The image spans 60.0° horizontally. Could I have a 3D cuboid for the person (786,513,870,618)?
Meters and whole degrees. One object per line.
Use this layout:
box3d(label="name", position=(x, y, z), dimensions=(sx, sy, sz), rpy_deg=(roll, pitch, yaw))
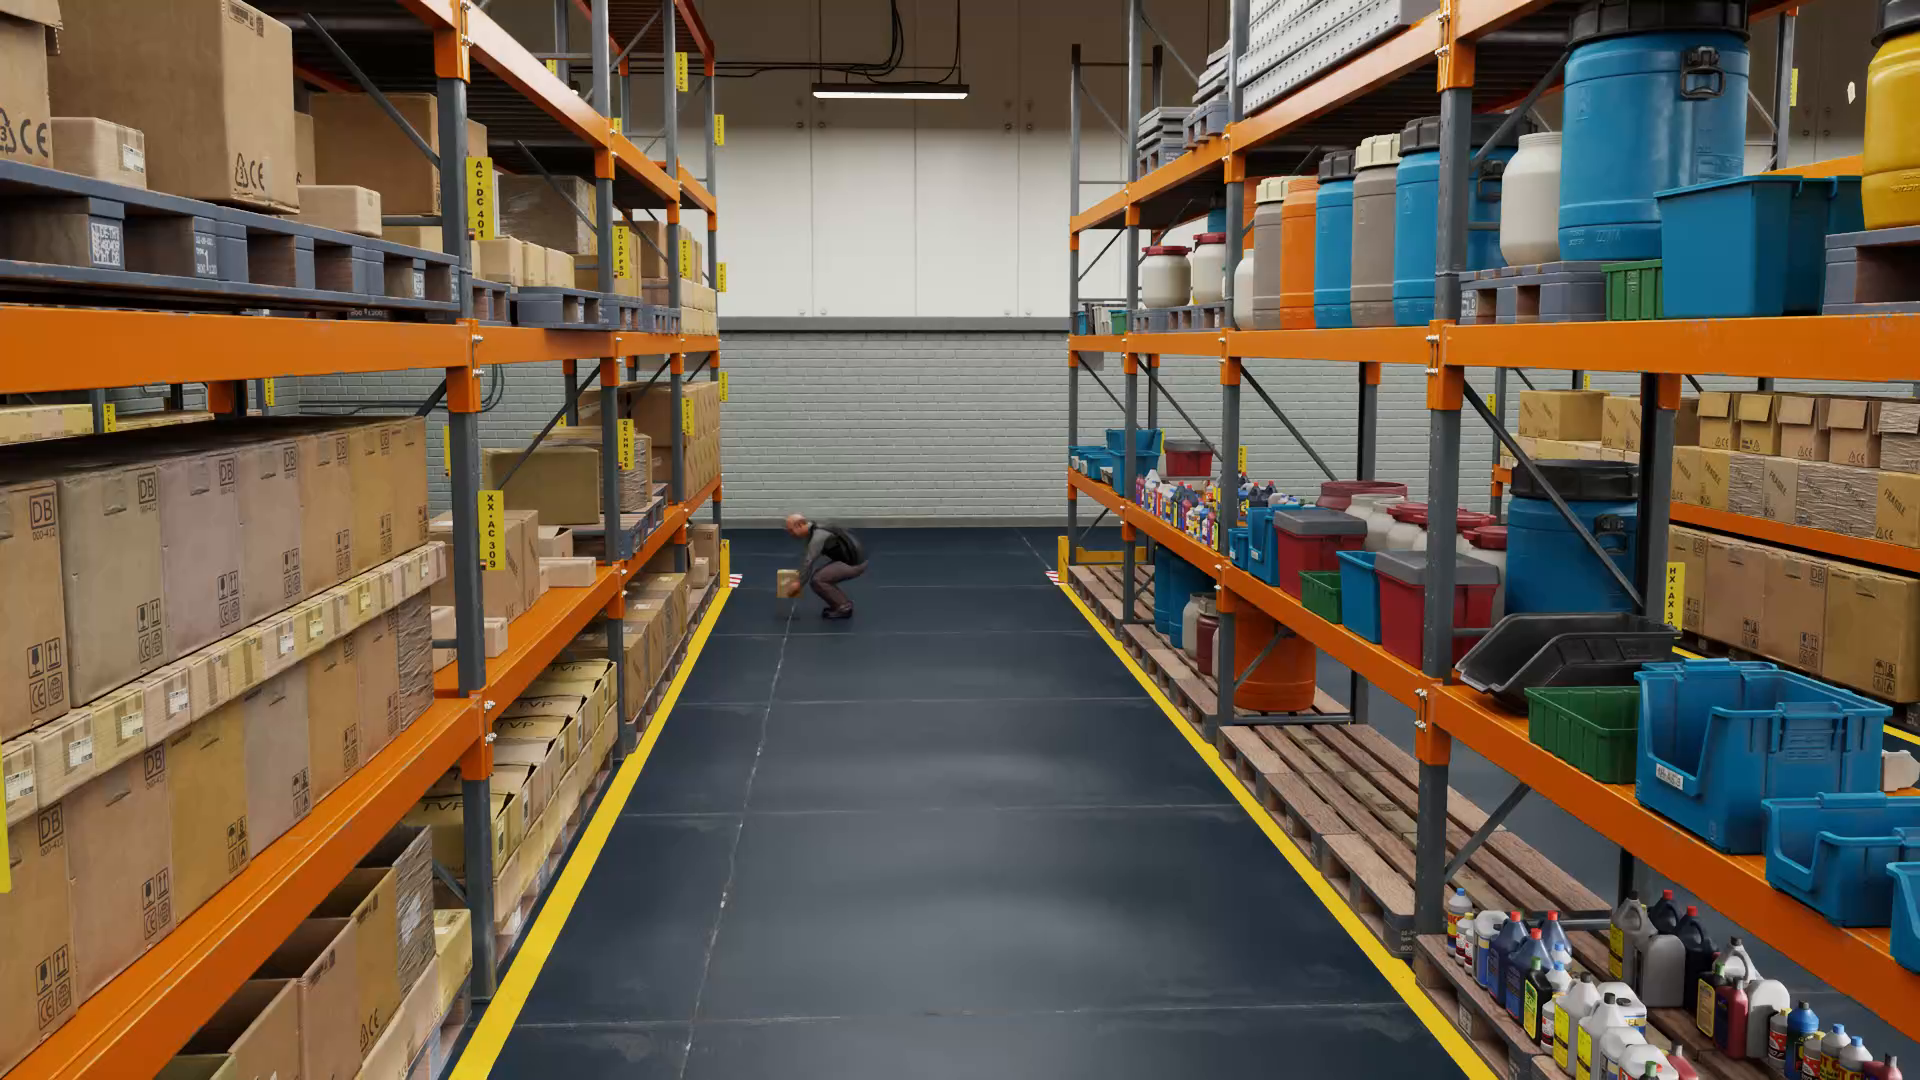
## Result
box3d(label="person", position=(-1.331, 0.247, 16.662), dimensions=(0.848, 1.043, 0.550), rpy_deg=(0, 7, -4))
